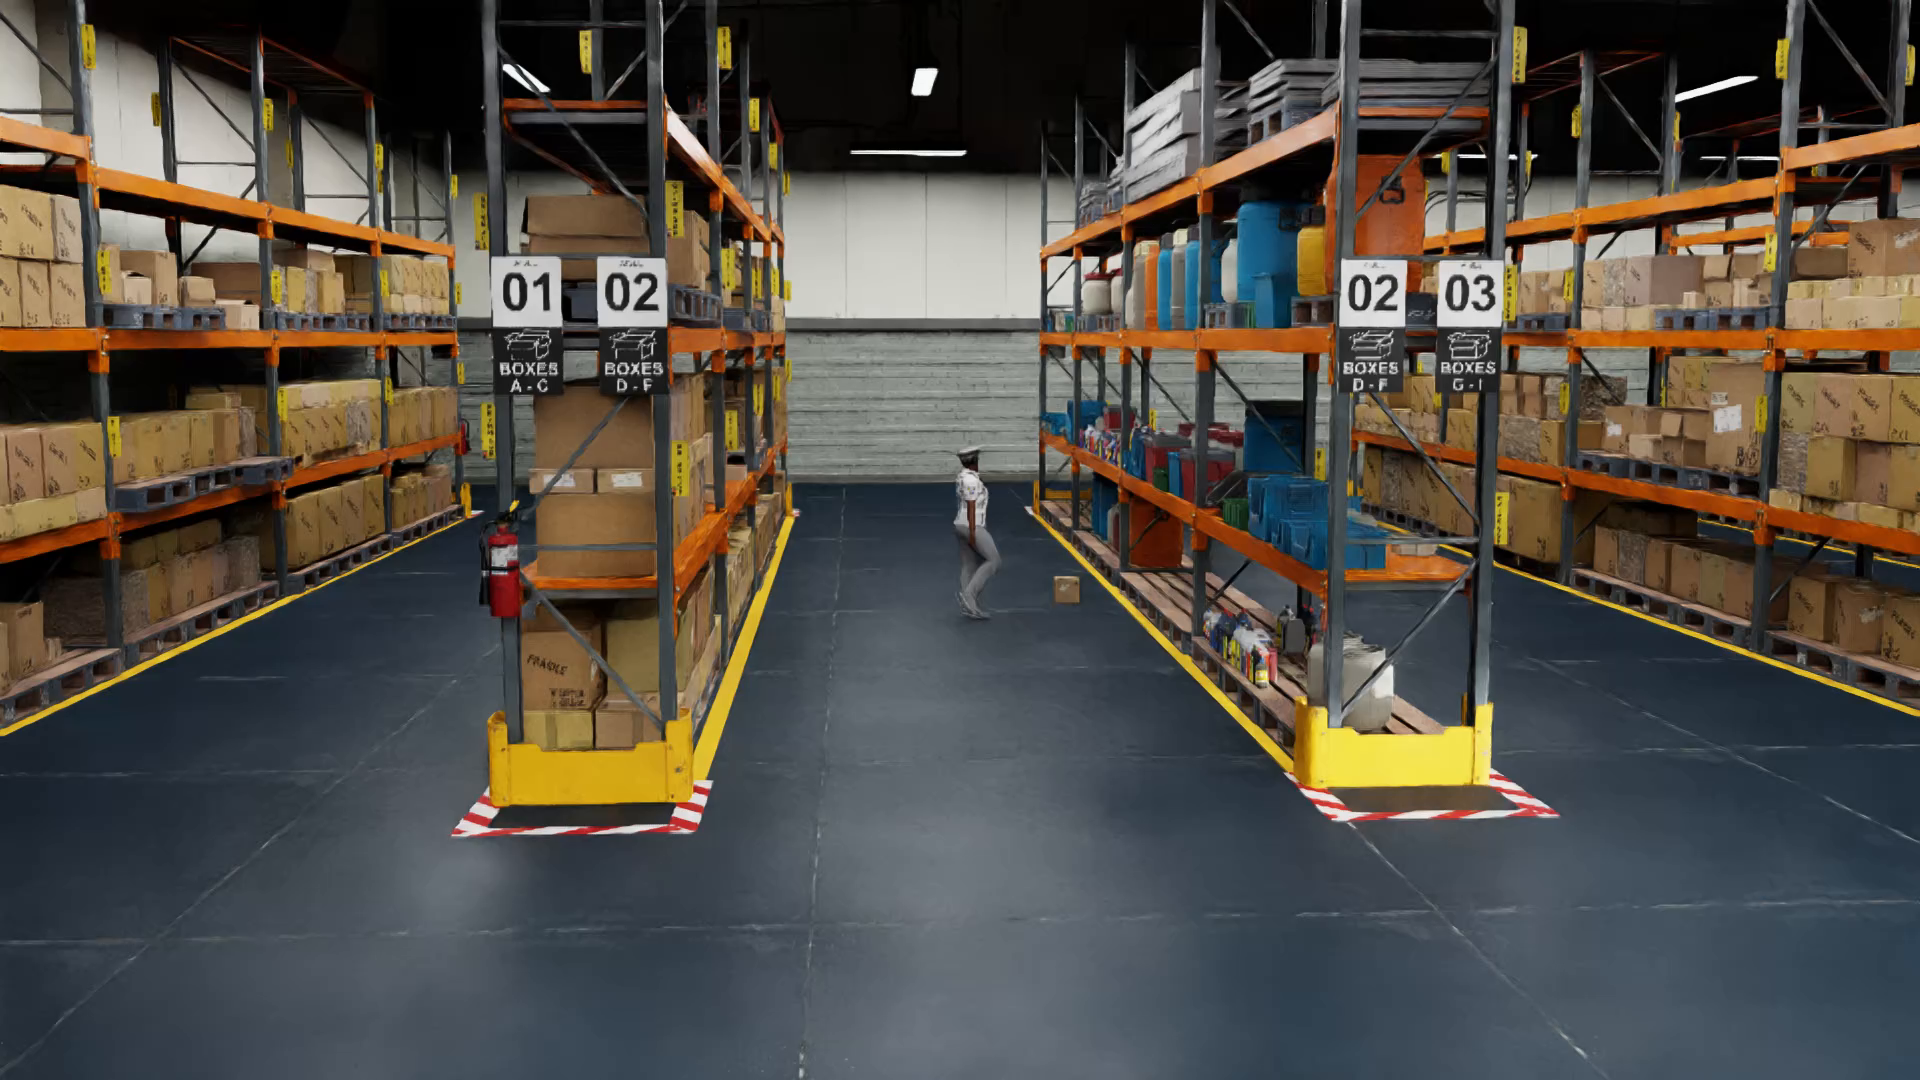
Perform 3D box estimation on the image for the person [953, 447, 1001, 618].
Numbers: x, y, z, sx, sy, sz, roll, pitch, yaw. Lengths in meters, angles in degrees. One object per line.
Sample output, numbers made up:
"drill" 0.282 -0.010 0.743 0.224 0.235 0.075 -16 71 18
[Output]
"person" 0.168 -0.067 16.264 0.438 1.650 0.663 -1 7 -8
